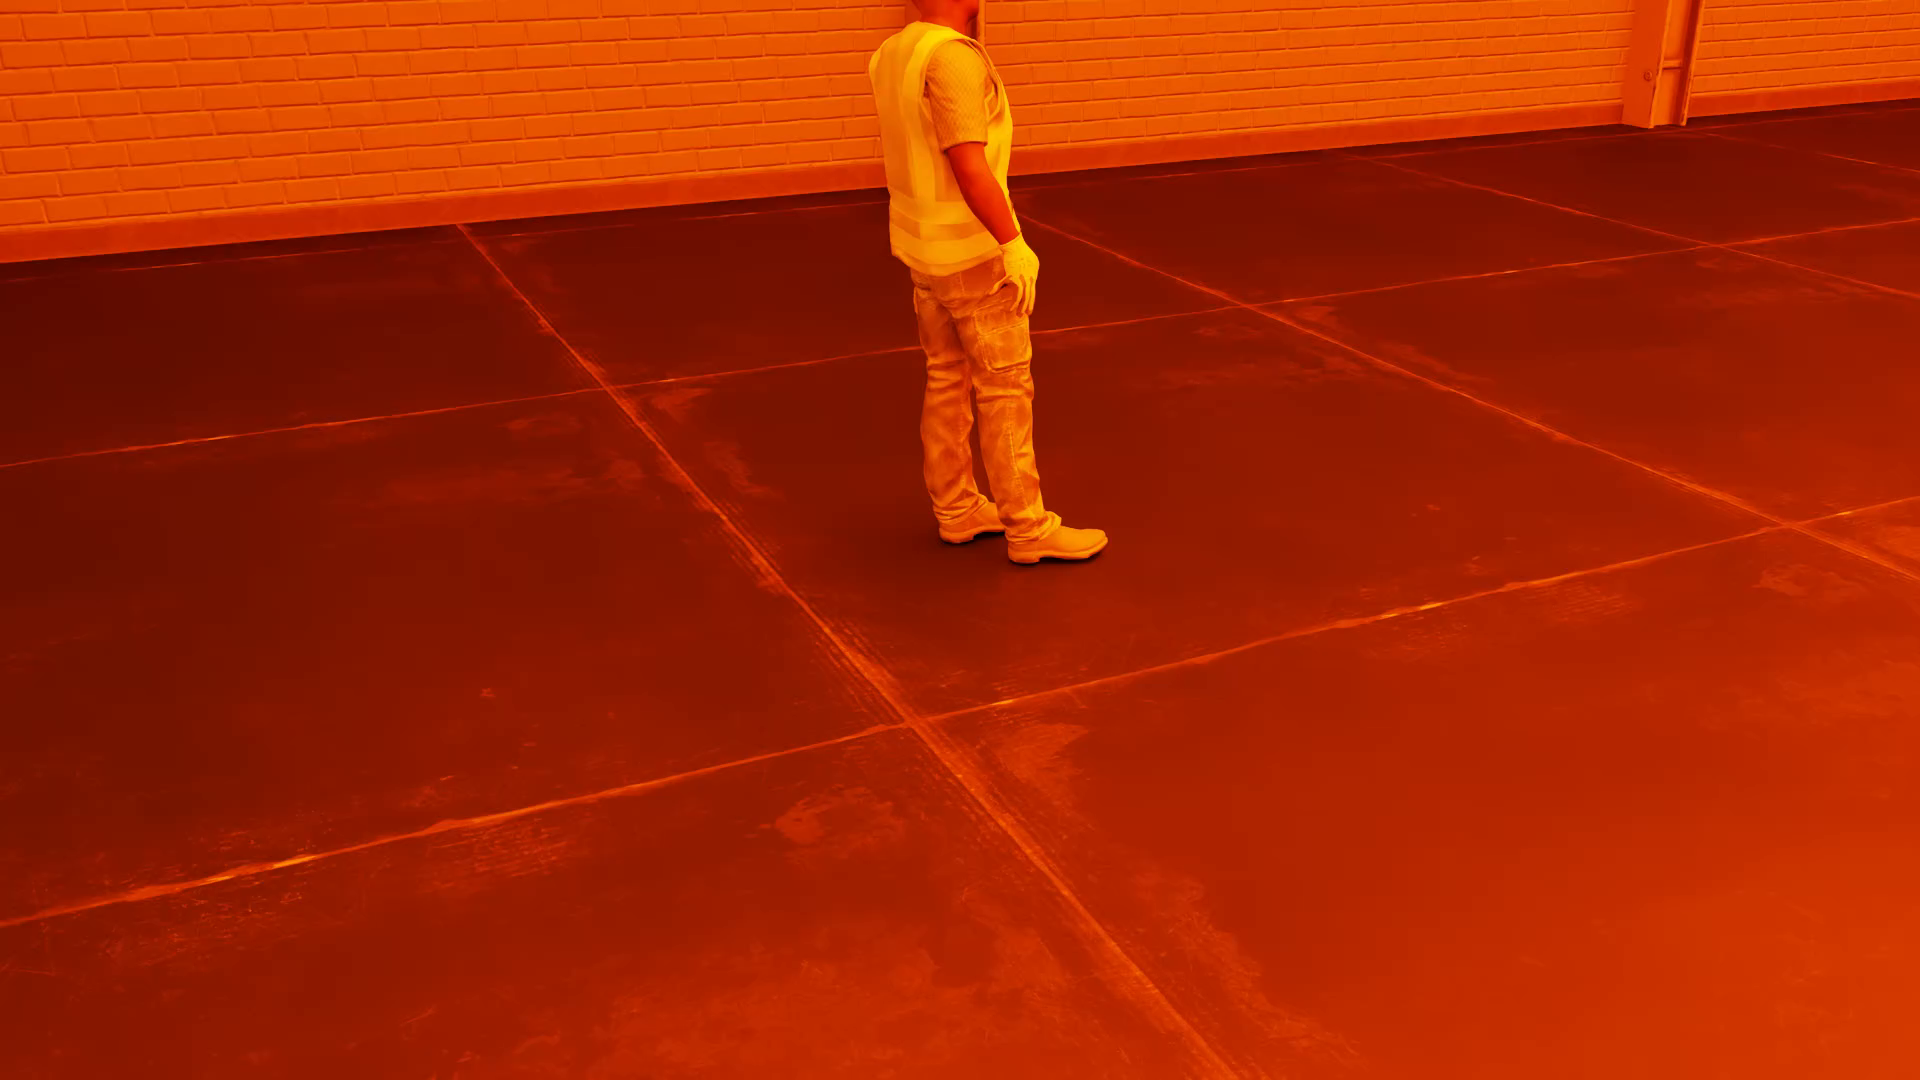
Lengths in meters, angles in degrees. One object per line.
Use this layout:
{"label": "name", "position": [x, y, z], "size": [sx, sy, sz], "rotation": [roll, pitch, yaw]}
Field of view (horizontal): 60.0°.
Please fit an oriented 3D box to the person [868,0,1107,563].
{"label": "person", "position": [0.069, -0.839, 4.782], "size": [0.577, 1.782, 0.656], "rotation": [-10, 25, -23]}
